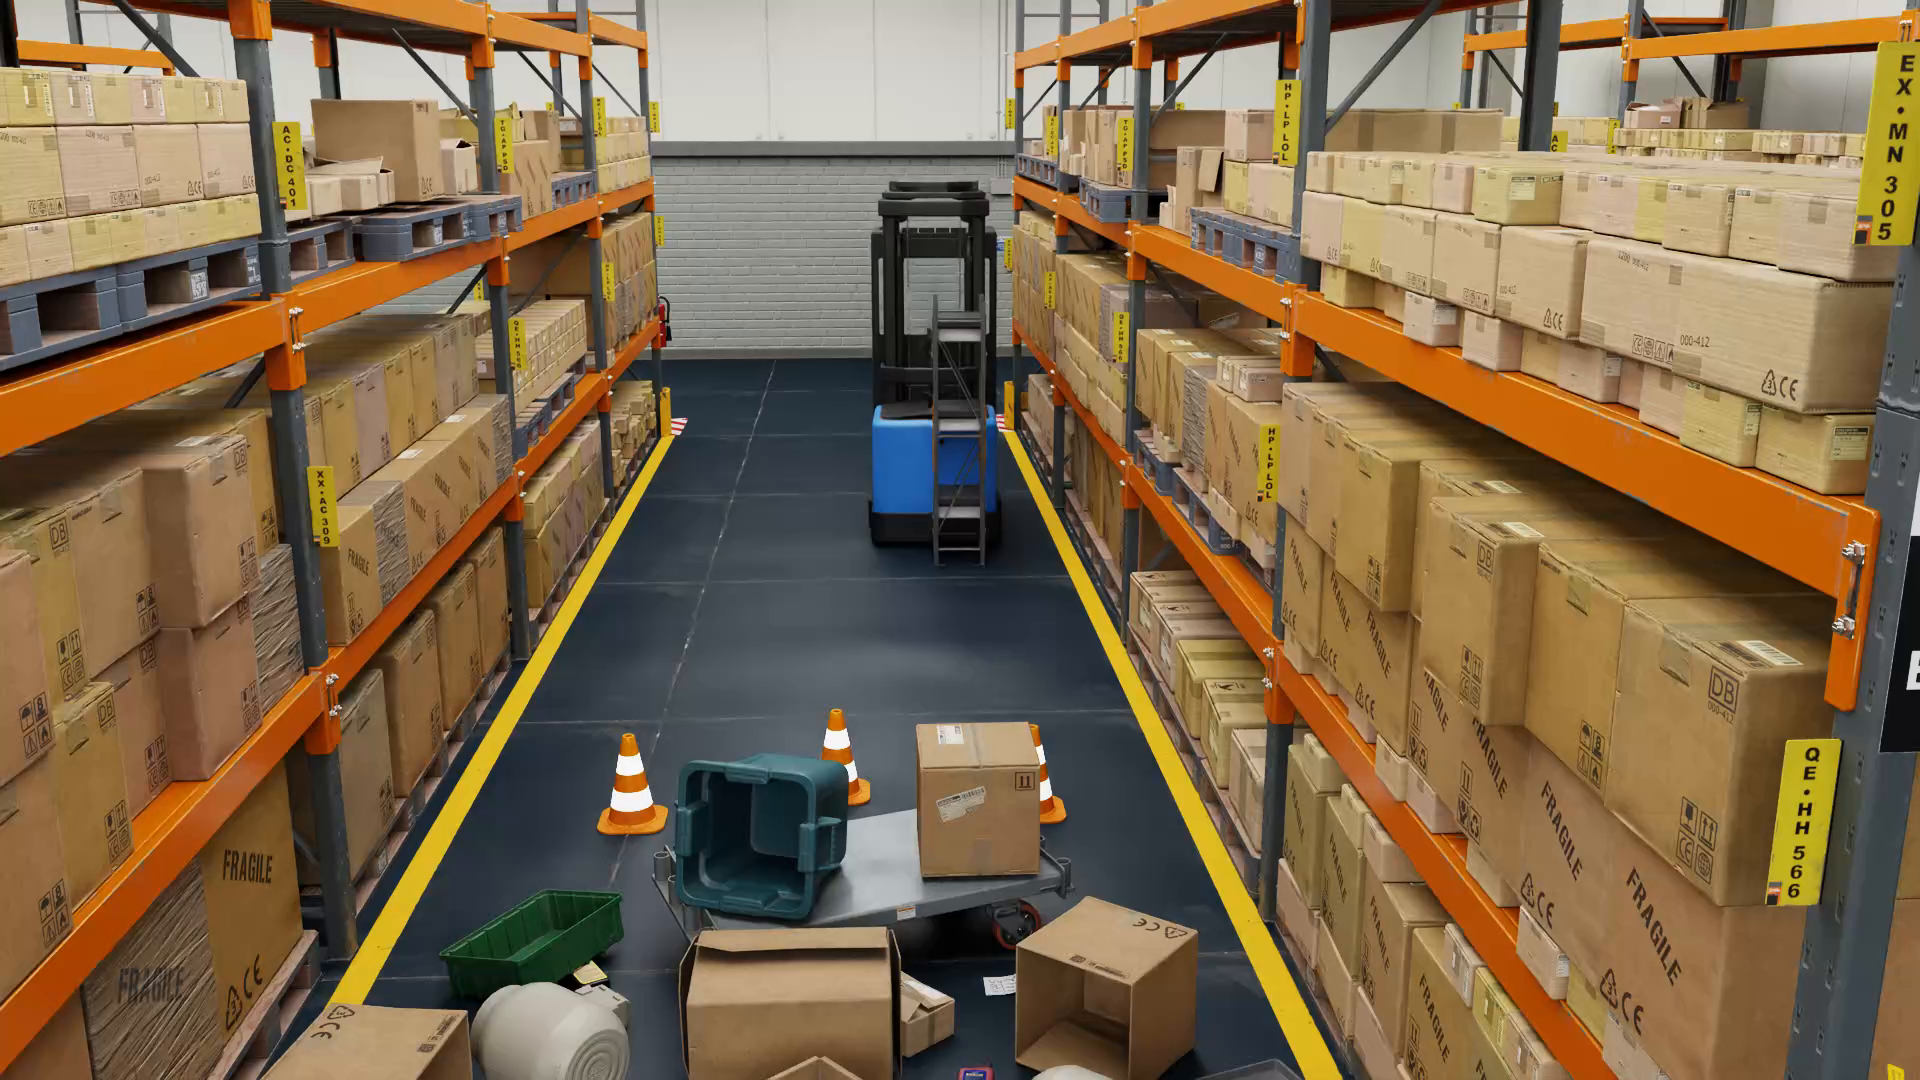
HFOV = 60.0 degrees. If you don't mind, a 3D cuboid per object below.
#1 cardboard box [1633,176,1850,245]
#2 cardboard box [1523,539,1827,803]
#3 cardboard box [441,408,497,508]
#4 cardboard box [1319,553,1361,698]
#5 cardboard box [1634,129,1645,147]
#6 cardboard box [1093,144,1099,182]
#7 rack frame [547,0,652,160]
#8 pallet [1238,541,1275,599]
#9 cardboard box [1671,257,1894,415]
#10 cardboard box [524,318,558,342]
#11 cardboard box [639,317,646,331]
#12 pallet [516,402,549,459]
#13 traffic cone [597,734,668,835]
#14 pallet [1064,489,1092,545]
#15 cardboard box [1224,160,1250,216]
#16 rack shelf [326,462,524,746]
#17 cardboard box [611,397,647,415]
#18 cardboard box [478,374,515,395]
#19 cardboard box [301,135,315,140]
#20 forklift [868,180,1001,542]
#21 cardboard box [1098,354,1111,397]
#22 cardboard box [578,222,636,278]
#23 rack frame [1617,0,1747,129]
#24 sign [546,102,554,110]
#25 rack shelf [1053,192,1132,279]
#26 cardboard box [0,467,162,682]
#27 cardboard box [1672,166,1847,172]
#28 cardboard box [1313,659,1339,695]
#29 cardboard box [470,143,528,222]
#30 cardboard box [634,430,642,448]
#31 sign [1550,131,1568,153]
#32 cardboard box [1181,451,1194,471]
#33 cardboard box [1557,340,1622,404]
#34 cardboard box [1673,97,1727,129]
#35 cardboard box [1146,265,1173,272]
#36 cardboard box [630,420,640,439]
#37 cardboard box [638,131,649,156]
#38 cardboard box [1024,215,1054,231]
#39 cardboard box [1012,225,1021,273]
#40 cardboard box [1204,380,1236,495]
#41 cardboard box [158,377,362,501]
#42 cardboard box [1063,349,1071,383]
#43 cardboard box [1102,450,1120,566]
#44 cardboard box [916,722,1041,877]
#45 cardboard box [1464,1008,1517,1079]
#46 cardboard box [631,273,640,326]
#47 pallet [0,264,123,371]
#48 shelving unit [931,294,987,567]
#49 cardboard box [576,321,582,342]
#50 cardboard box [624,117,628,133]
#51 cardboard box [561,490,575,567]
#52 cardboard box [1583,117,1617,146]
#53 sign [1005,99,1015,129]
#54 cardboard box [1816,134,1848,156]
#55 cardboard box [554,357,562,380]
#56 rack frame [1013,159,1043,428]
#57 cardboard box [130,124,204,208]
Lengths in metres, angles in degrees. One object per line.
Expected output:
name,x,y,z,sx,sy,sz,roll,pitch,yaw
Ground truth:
cardboard box,1.802,-0.761,3.847,0.380,0.149,0.250,-1,14,-3
cardboard box,1.820,0.302,4.030,0.700,0.500,0.500,-1,14,-3
cardboard box,-3.011,-0.477,9.658,0.500,0.500,0.500,-1,14,-3
cardboard box,1.649,0.279,6.125,0.500,0.500,0.500,-1,14,-4
cardboard box,5.973,-3.415,14.122,0.380,0.149,0.250,-1,14,-3
cardboard box,1.163,-2.690,11.868,0.396,0.266,0.258,-1,14,-5
rack frame,-3.832,-5.555,17.557,1.000,3.000,0.127,-1,14,-3
pallet,1.944,0.134,7.872,1.003,0.211,1.213,-1,14,-3
cardboard box,1.793,-0.419,3.320,0.500,0.250,0.500,-1,14,-4
cardboard box,-3.284,-1.604,12.707,0.380,0.149,0.250,-2,15,-6
cardboard box,-3.482,-2.264,17.309,0.380,0.149,0.250,0,14,-2
pallet,-3.487,-0.743,11.278,1.213,0.211,1.003,-1,14,-3
traffic cone,-1.664,1.206,8.409,0.336,0.463,0.334,-1,14,-3
pallet,1.473,-0.215,14.439,1.003,0.211,1.213,-1,14,-3
cardboard box,1.608,-1.746,8.231,0.500,0.250,0.500,-1,14,-3
rack shelf,-3.212,0.186,8.728,1.077,0.370,4.000,-1,14,-3
cardboard box,-3.420,-1.376,17.038,0.380,0.149,0.250,0,14,-1
cardboard box,-3.166,-1.009,10.993,0.380,0.149,0.250,0,14,-1
cardboard box,-3.511,-2.138,9.432,0.500,0.311,0.500,-1,14,-3
forklift,-0.228,-1.714,14.807,1.130,2.935,3.031,0,14,-1
cardboard box,1.279,-1.175,11.871,0.500,0.250,0.500,-1,14,-5
cardboard box,-3.447,-2.830,16.200,0.500,0.500,0.500,-1,14,-5
rack frame,6.304,-4.739,14.387,1.000,3.000,0.127,-1,14,-3
sign,-4.373,-4.517,17.789,0.100,0.325,0.005,-1,14,-3
rack shelf,1.474,-2.363,12.616,1.077,0.370,4.000,-1,14,-3
cardboard box,-3.053,0.103,5.139,0.875,0.550,0.550,-1,14,-3
cardboard box,2.212,-0.960,4.621,0.380,0.149,0.250,-1,14,-2
cardboard box,1.613,0.500,6.567,0.380,0.149,0.250,0,14,-2
cardboard box,-3.106,-2.307,10.754,0.500,0.500,0.500,-1,14,-3
cardboard box,-3.440,-1.023,16.862,0.380,0.149,0.250,-1,14,-2
sign,2.387,-1.480,6.702,0.100,0.325,0.005,-1,14,-3
cardboard box,1.477,-0.493,9.582,0.380,0.149,0.250,0,14,0
cardboard box,1.750,-0.441,4.204,0.380,0.149,0.250,-1,14,-4
cardboard box,6.392,-3.686,14.347,0.396,0.266,0.258,-1,14,-4
cardboard box,1.680,-1.927,13.288,0.500,0.500,0.500,0,14,-2
cardboard box,-3.393,-1.100,16.562,0.380,0.149,0.250,-1,14,-3
cardboard box,-3.549,-4.161,17.457,0.500,0.250,0.500,-1,14,-5
cardboard box,0.871,-3.310,17.361,0.380,0.149,0.250,-1,14,-5
cardboard box,0.848,-3.160,18.081,0.500,0.500,0.500,-1,14,-5
cardboard box,1.530,-0.526,8.410,0.500,0.500,0.500,0,14,-2
cardboard box,-3.159,-0.449,7.545,0.700,0.500,0.500,-1,14,-4
cardboard box,1.148,-1.442,13.911,0.500,0.250,0.500,-1,14,-5
cardboard box,1.587,-0.331,12.714,0.875,0.875,0.875,-1,14,-3
cardboard box,0.071,1.112,7.182,0.500,0.500,0.500,-1,14,-3
cardboard box,1.748,1.668,4.694,0.500,0.500,0.500,0,14,-1
cardboard box,-3.459,-2.356,16.366,0.500,0.500,0.500,0,14,-1
pallet,-2.976,-0.569,4.375,1.003,0.211,1.213,-1,14,-3
shelving unit,-0.008,-0.869,13.190,0.431,2.100,0.503,0,14,-1
cardboard box,-3.345,-1.719,13.753,0.380,0.149,0.250,-1,14,-3
cardboard box,-3.470,-4.068,16.294,0.380,0.149,0.250,-1,14,-2
cardboard box,-3.196,-0.085,12.512,0.500,0.500,0.500,-1,14,-5
cardboard box,6.033,-3.722,15.153,0.500,0.250,0.500,-1,14,-3
sign,0.548,-4.658,18.179,0.100,0.325,0.005,-1,14,-3
cardboard box,6.258,-2.770,11.655,0.380,0.149,0.250,-1,14,-5
cardboard box,-3.278,-1.317,12.786,0.380,0.149,0.250,0,14,-1
rack frame,1.102,-2.751,18.699,1.000,3.000,0.127,-1,14,-3
cardboard box,-2.771,-1.197,5.299,0.500,0.250,0.500,-1,14,-4
